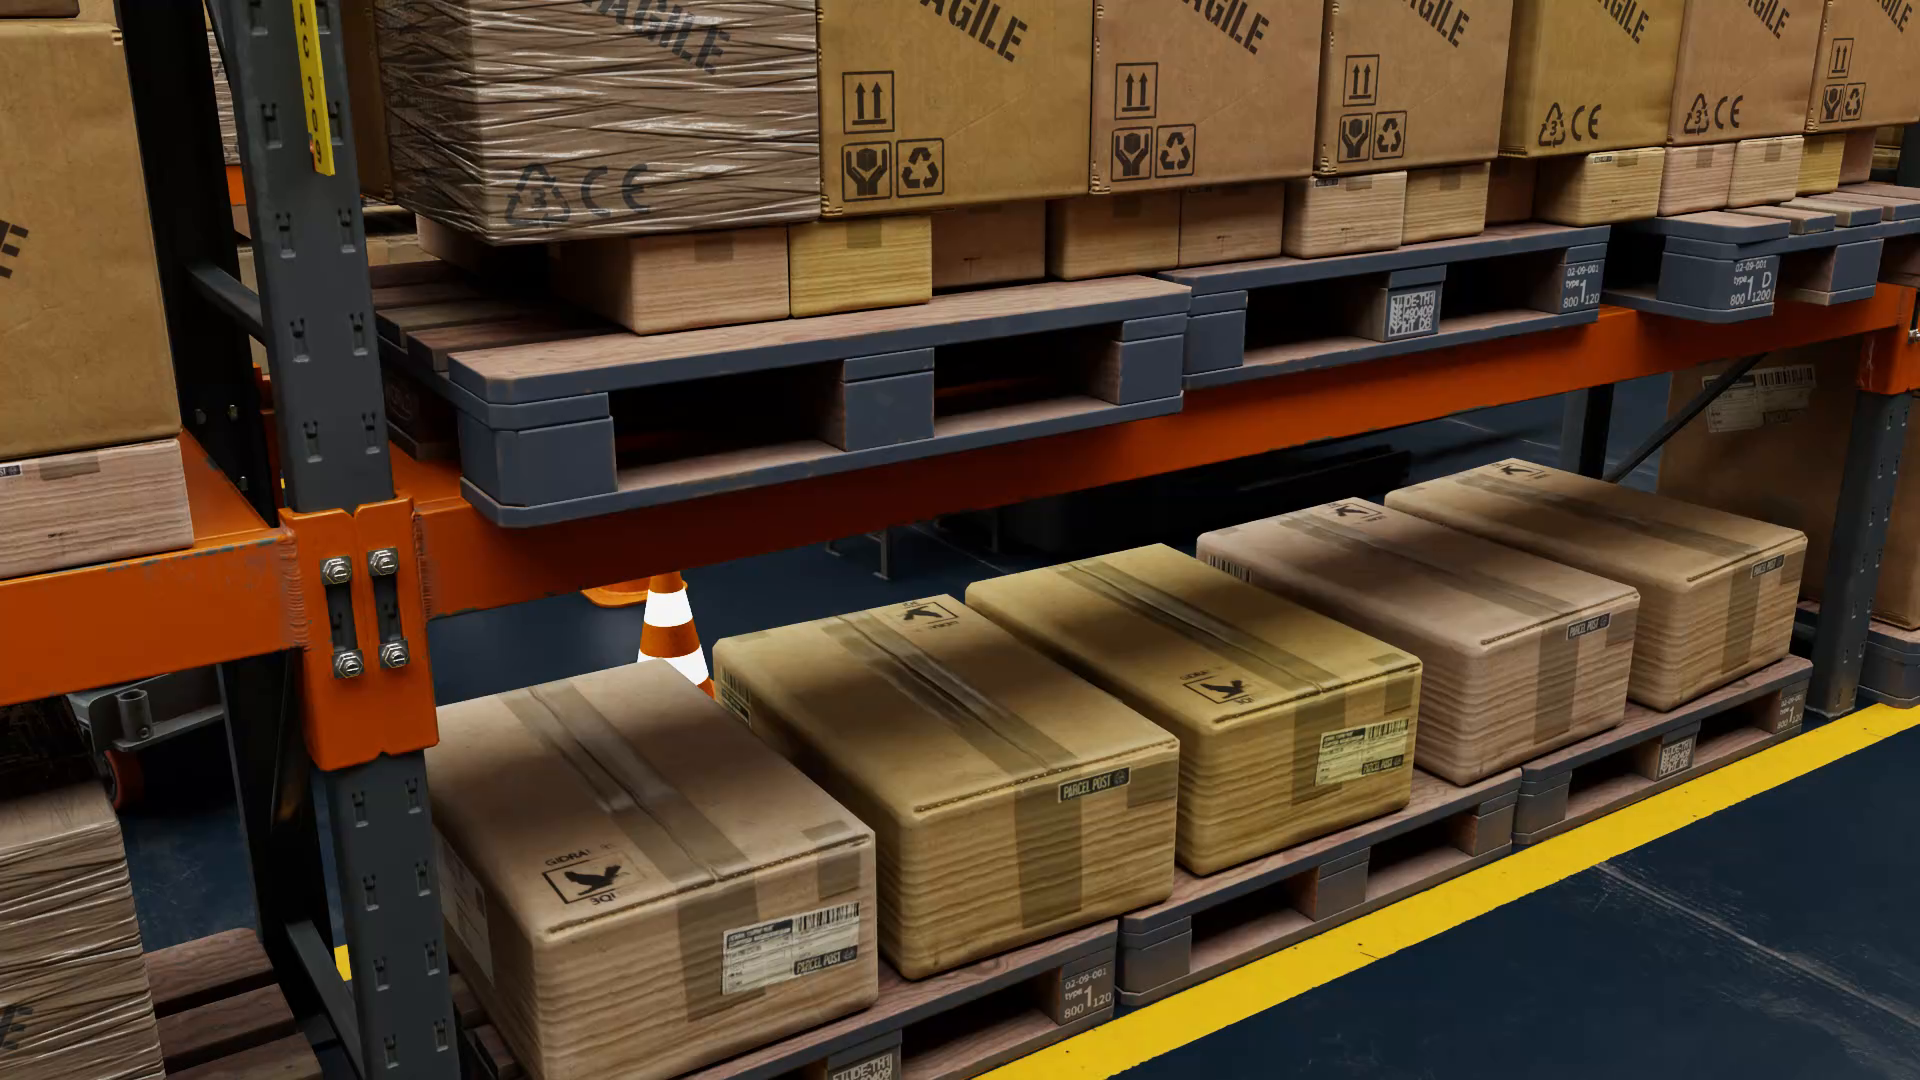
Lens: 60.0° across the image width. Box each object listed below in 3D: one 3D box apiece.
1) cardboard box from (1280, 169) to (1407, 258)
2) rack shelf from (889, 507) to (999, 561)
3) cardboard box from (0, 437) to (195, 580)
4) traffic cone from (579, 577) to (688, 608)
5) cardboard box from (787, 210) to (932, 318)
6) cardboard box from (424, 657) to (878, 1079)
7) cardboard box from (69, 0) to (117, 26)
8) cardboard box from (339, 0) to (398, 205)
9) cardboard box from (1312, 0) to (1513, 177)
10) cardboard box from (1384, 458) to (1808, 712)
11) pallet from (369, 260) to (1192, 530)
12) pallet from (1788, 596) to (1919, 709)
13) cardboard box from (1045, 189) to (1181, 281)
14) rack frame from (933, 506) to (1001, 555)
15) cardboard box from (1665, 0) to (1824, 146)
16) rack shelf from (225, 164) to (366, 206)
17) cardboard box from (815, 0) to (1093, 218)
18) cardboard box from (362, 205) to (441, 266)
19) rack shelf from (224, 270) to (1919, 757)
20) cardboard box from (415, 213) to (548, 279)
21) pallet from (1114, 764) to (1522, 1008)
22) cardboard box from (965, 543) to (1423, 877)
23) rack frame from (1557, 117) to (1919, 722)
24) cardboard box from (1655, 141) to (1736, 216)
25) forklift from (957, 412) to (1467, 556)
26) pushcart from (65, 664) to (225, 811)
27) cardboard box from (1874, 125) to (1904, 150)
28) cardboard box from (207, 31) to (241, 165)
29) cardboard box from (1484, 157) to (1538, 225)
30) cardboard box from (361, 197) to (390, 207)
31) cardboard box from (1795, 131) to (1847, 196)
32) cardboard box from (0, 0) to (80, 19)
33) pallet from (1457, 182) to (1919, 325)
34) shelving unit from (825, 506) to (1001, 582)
[{"bbox_3d":[0.642,-0.659,3.248,0.250,0.149,0.380,-11,22,-29],"label":"cardboard box"},{"bbox_3d":[-0.173,-0.270,5.994,0.480,0.518,0.431,-13,23,-34],"label":"rack shelf"},{"bbox_3d":[-1.198,-0.087,2.212,0.250,0.149,0.380,-12,22,-32],"label":"cardboard box"},{"bbox_3d":[-1.139,-0.054,5.682,0.334,0.463,0.336,-12,22,-31],"label":"traffic cone"},{"bbox_3d":[-0.248,-0.479,2.714,0.250,0.149,0.380,-11,22,-30],"label":"cardboard box"},{"bbox_3d":[-0.660,0.608,3.209,0.625,0.372,0.950,-12,22,-31],"label":"cardboard box"},{"bbox_3d":[-3.492,-2.261,6.531,0.500,0.500,0.700,-12,22,-32],"label":"cardboard box"},{"bbox_3d":[-0.837,-0.874,2.871,0.500,0.500,0.500,-12,22,-32],"label":"cardboard box"},{"bbox_3d":[0.714,-1.003,3.251,0.500,0.500,0.500,-13,23,-34],"label":"cardboard box"},{"bbox_3d":[1.766,0.094,4.731,0.625,0.372,0.950,-14,23,-35],"label":"cardboard box"},{"bbox_3d":[-0.379,-0.349,2.894,1.213,0.211,1.003,-12,22,-31],"label":"pallet"},{"bbox_3d":[2.944,0.153,5.462,1.213,0.211,1.003,-12,22,-31],"label":"pallet"},{"bbox_3d":[0.184,-0.583,3.023,0.250,0.149,0.380,-12,22,-31],"label":"cardboard box"},{"bbox_3d":[0.022,-0.993,5.903,0.015,2.100,0.400,-13,23,-34],"label":"rack frame"},{"bbox_3d":[1.591,-1.188,3.798,0.500,0.500,0.500,-12,22,-32],"label":"cardboard box"},{"bbox_3d":[-2.233,-1.662,7.601,4.000,0.370,1.077,-12,22,-31],"label":"rack shelf"},{"bbox_3d":[-0.130,-0.826,2.728,0.500,0.500,0.500,-12,22,-31],"label":"cardboard box"},{"bbox_3d":[-2.627,-1.086,7.631,0.750,0.750,1.050,-12,22,-31],"label":"cardboard box"},{"bbox_3d":[0.573,-0.356,3.737,4.000,0.370,1.077,-12,22,-31],"label":"rack shelf"},{"bbox_3d":[-0.819,-0.589,3.039,0.250,0.149,0.380,-12,22,-31],"label":"cardboard box"},{"bbox_3d":[0.572,0.623,4.073,1.213,0.211,1.003,-12,22,-31],"label":"pallet"},{"bbox_3d":[0.518,0.358,3.950,0.625,0.372,0.950,-11,22,-30],"label":"cardboard box"},{"bbox_3d":[2.244,-1.049,4.664,0.127,3.000,1.000,-12,22,-31],"label":"rack frame"},{"bbox_3d":[1.515,-0.843,3.792,0.250,0.149,0.380,-13,23,-34],"label":"cardboard box"},{"bbox_3d":[1.244,-1.685,6.653,3.031,2.935,1.130,-13,23,-34],"label":"forklift"},{"bbox_3d":[-2.393,0.297,4.778,1.648,0.377,0.936,13,23,34],"label":"pushcart"},{"bbox_3d":[2.803,-1.238,4.677,0.500,0.250,0.500,-12,22,-32],"label":"cardboard box"},{"bbox_3d":[-2.895,-1.808,6.752,0.500,0.500,0.500,-12,22,-31],"label":"cardboard box"},{"bbox_3d":[1.014,-0.780,3.606,0.250,0.149,0.380,-12,22,-31],"label":"cardboard box"},{"bbox_3d":[-4.211,-2.499,12.171,0.500,0.500,0.700,-14,23,-36],"label":"cardboard box"},{"bbox_3d":[1.915,-0.942,4.083,0.250,0.149,0.380,-12,22,-31],"label":"cardboard box"},{"bbox_3d":[-1.584,-0.987,2.299,0.500,0.500,0.700,-12,22,-32],"label":"cardboard box"},{"bbox_3d":[1.707,-0.804,4.239,1.003,0.211,1.213,-12,22,-31],"label":"pallet"},{"bbox_3d":[-0.173,-0.946,5.765,0.503,2.100,0.431,-13,23,-34],"label":"shelving unit"}]
